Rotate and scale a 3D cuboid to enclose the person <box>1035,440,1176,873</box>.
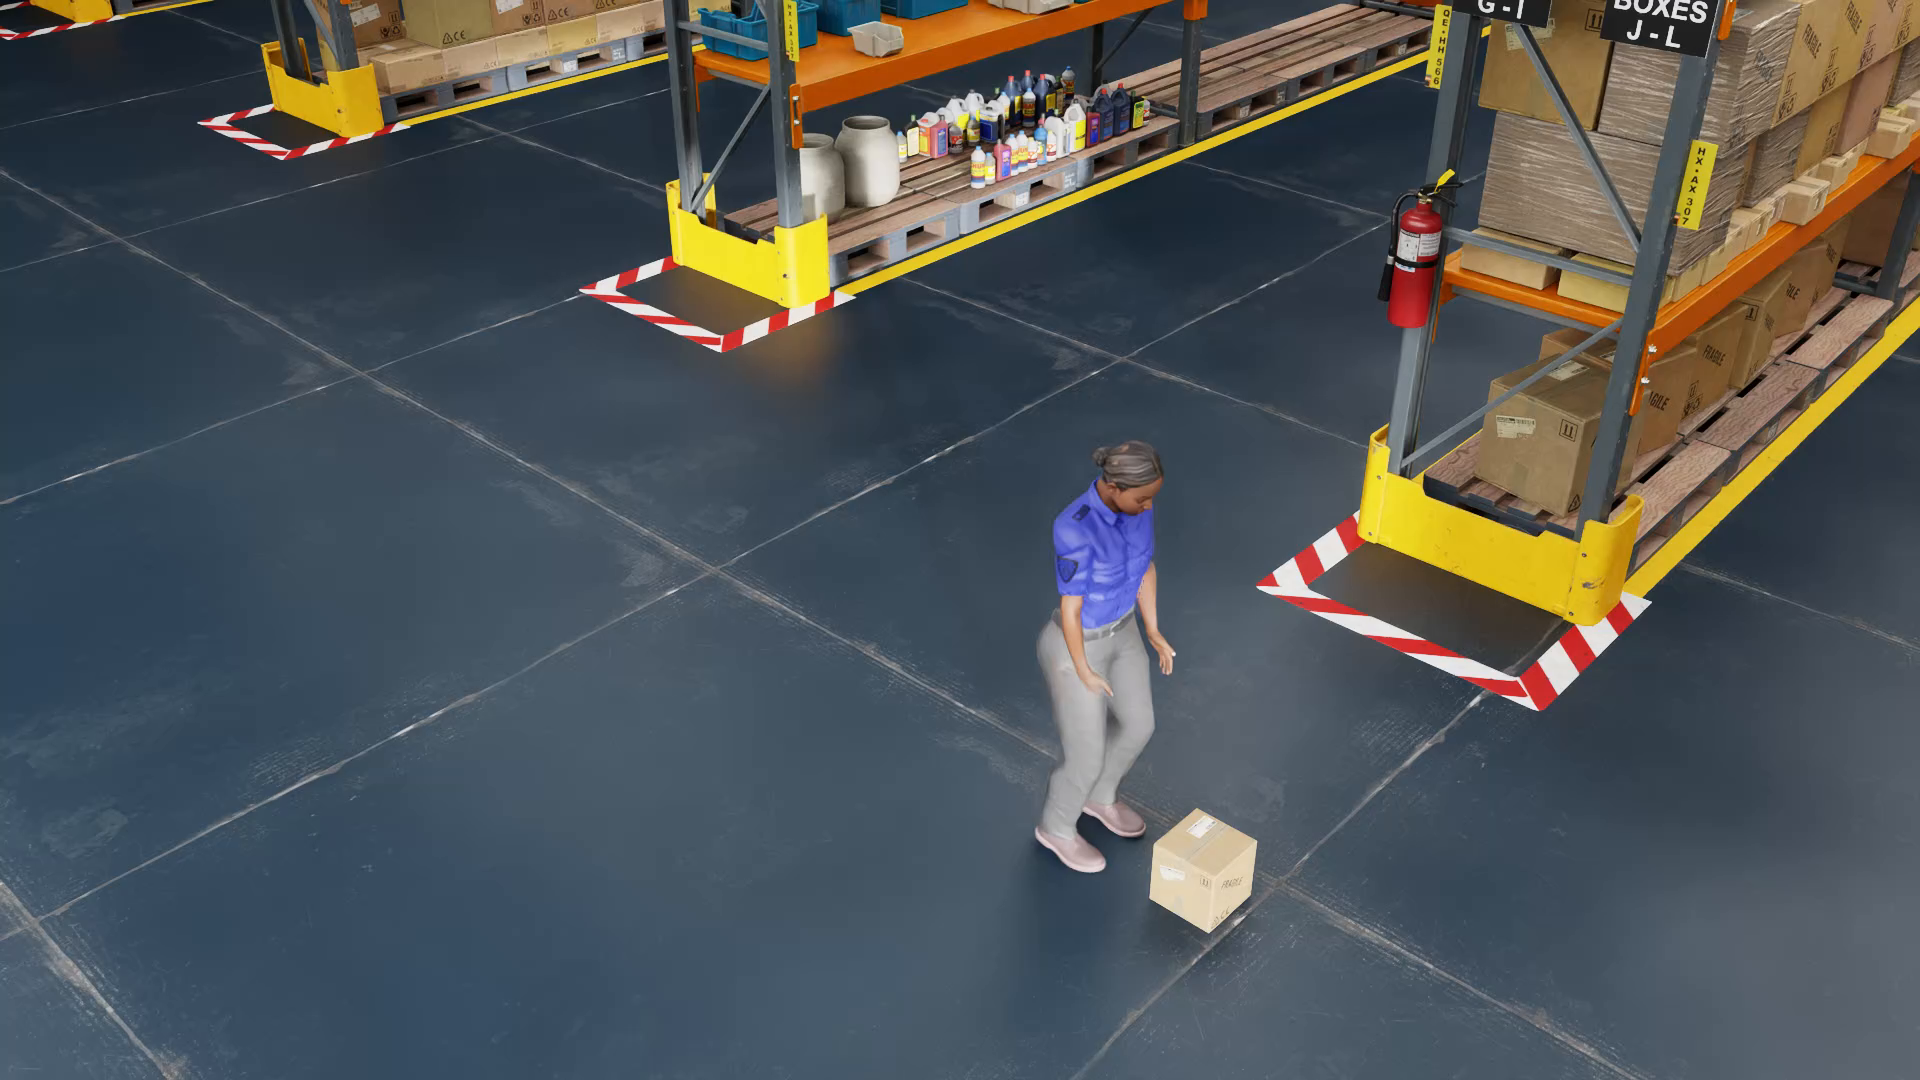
[{"bbox_3d":[0.485,0.364,5.596,0.366,1.618,0.453,26,40,36],"label":"person"}]
